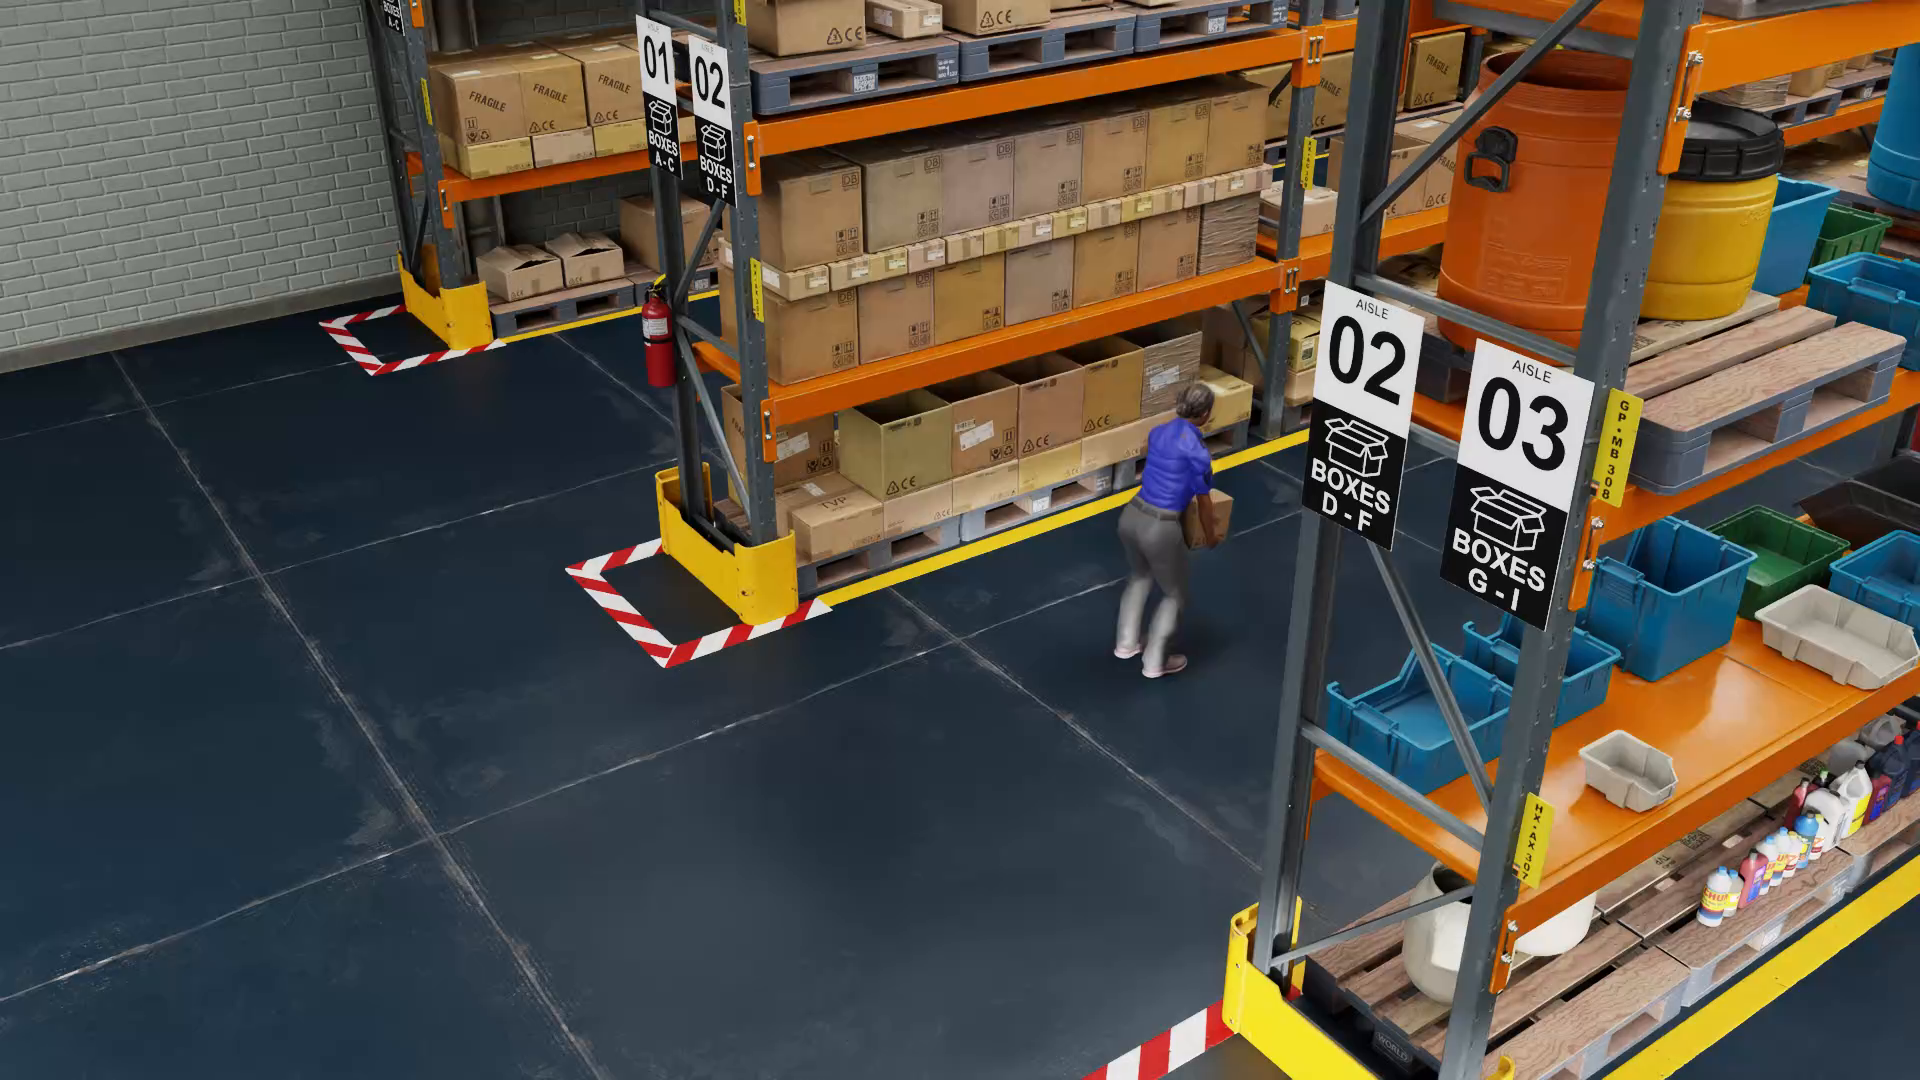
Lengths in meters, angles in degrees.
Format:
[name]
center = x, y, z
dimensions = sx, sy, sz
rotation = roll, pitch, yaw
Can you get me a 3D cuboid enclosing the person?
[person]
center = 1.105, -0.058, 8.817
dimensions = 0.557, 1.590, 0.410
rotation = -20, 34, -31
